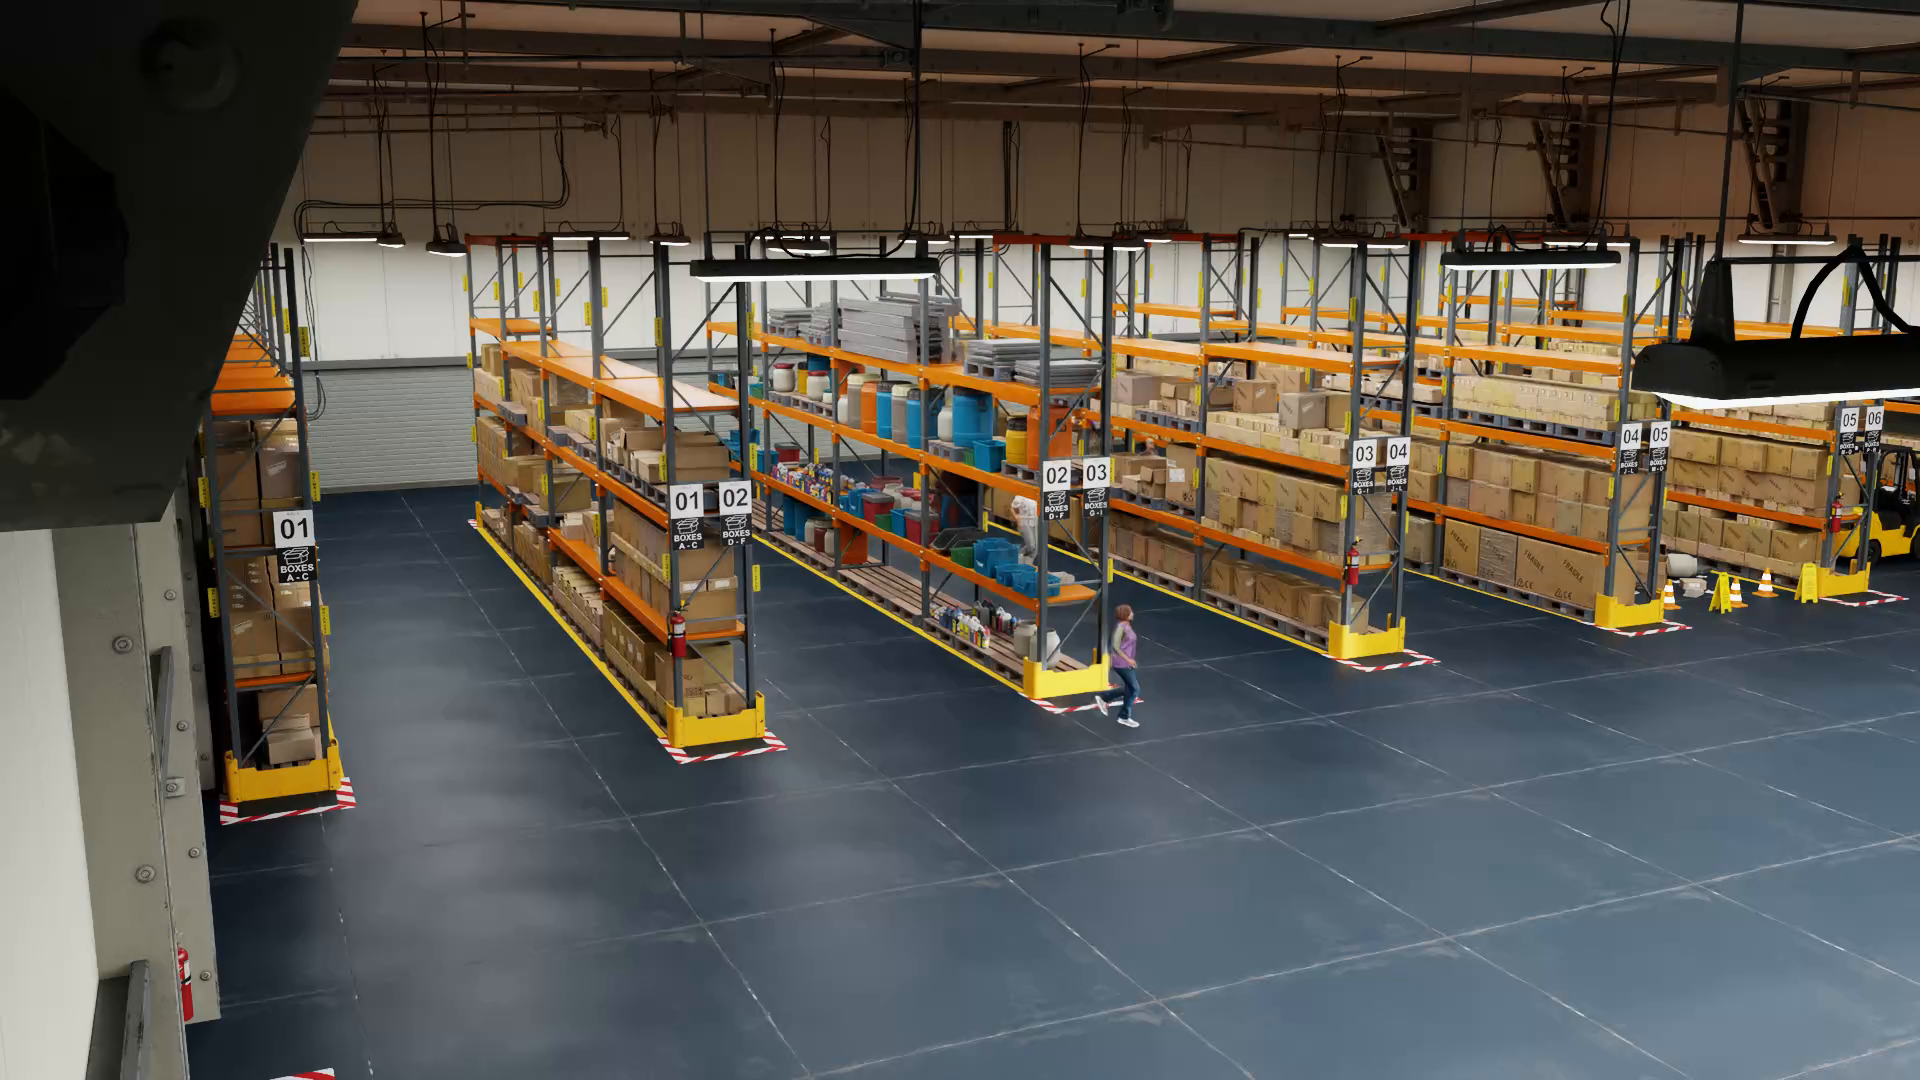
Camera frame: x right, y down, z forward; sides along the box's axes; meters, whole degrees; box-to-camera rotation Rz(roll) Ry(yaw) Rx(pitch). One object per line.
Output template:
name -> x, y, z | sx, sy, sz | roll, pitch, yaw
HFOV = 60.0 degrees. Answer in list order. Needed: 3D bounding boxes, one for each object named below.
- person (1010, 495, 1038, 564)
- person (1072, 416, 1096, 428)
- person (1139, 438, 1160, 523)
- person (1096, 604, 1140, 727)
person -> 1.217, -0.252, 28.718 | 0.615, 1.624, 0.502 | -7, 13, -32
person -> 2.912, -2.407, 40.851 | 0.750, 1.789, 0.915 | 5, 12, 24
person -> 3.999, -1.227, 34.840 | 0.720, 1.828, 0.739 | -6, 13, -29
person -> 1.999, 1.573, 21.002 | 0.570, 1.565, 0.571 | 2, 11, 12
